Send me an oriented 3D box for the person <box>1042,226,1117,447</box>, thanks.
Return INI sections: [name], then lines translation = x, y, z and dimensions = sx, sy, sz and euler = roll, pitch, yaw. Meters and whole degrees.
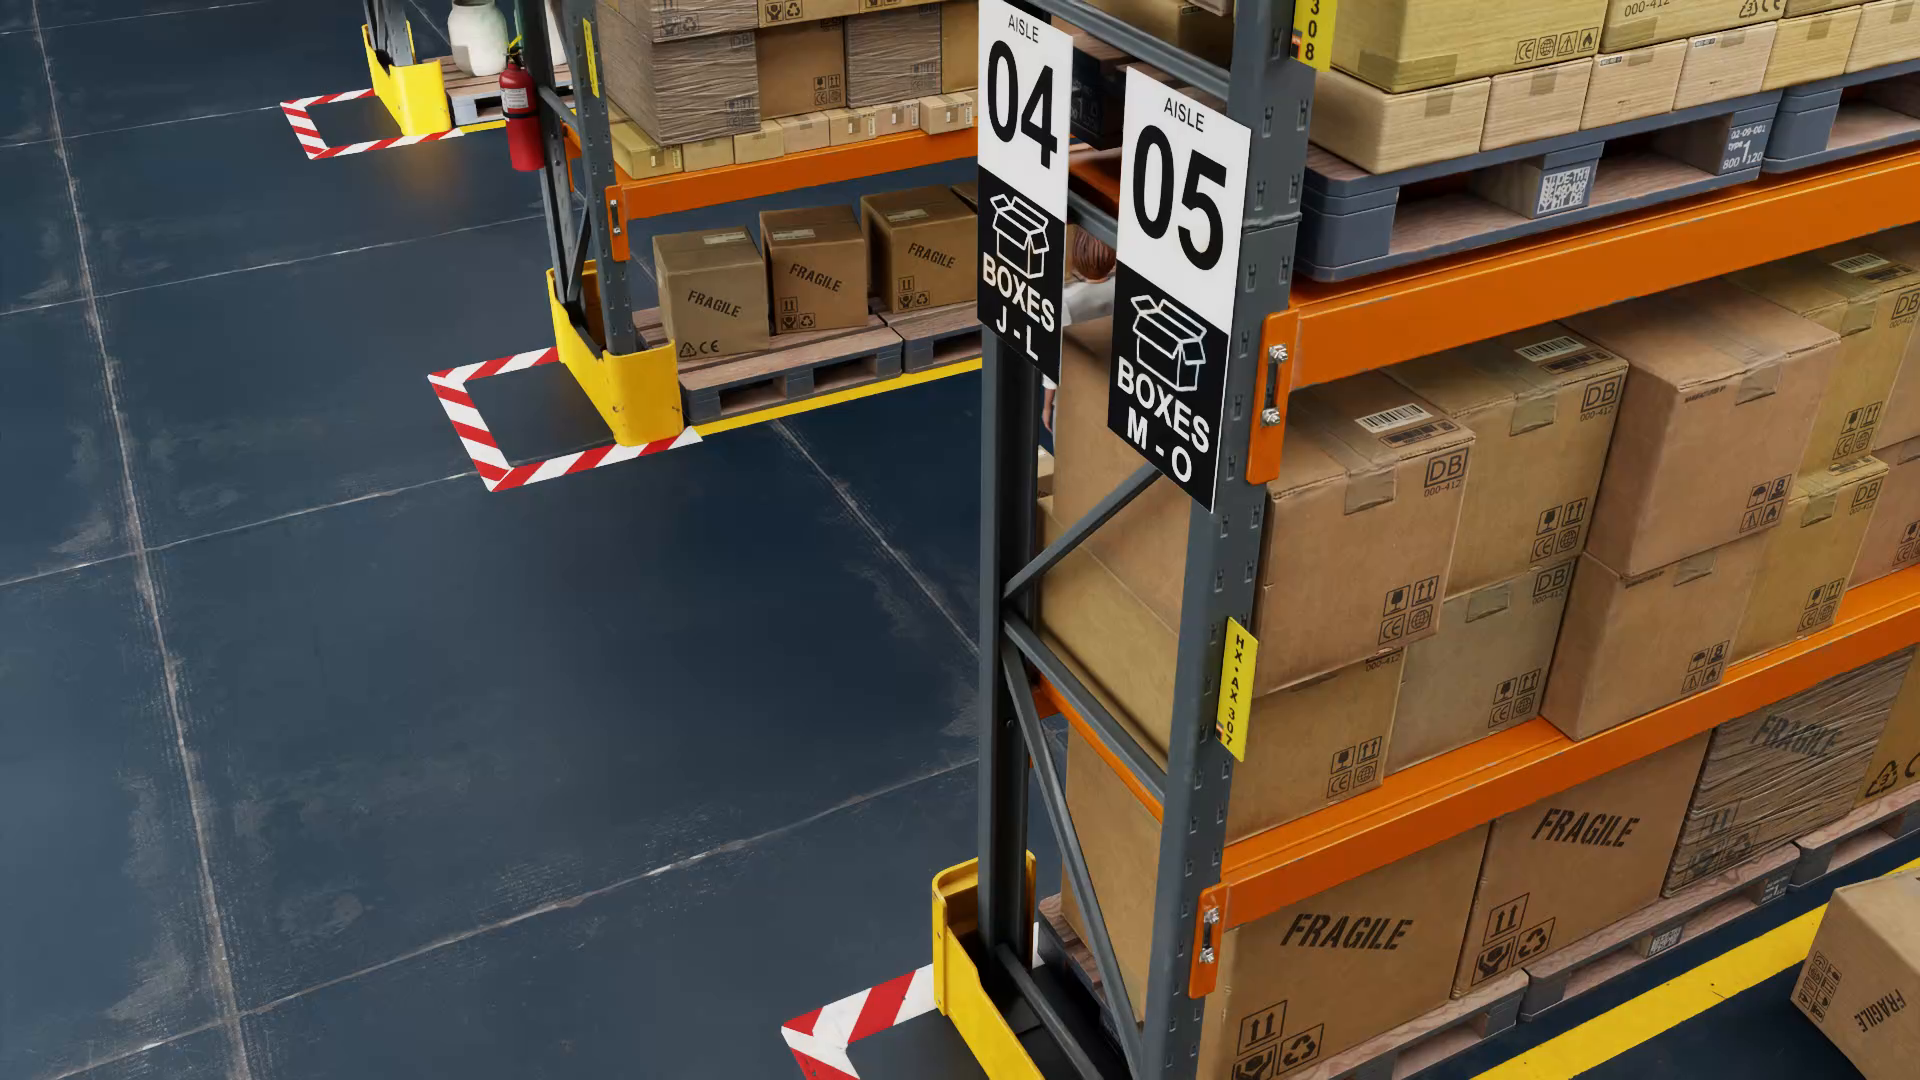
[person]
translation = 0.533, -0.616, 7.065
dimensions = 0.439, 1.593, 0.532
euler = -11, 35, -17
